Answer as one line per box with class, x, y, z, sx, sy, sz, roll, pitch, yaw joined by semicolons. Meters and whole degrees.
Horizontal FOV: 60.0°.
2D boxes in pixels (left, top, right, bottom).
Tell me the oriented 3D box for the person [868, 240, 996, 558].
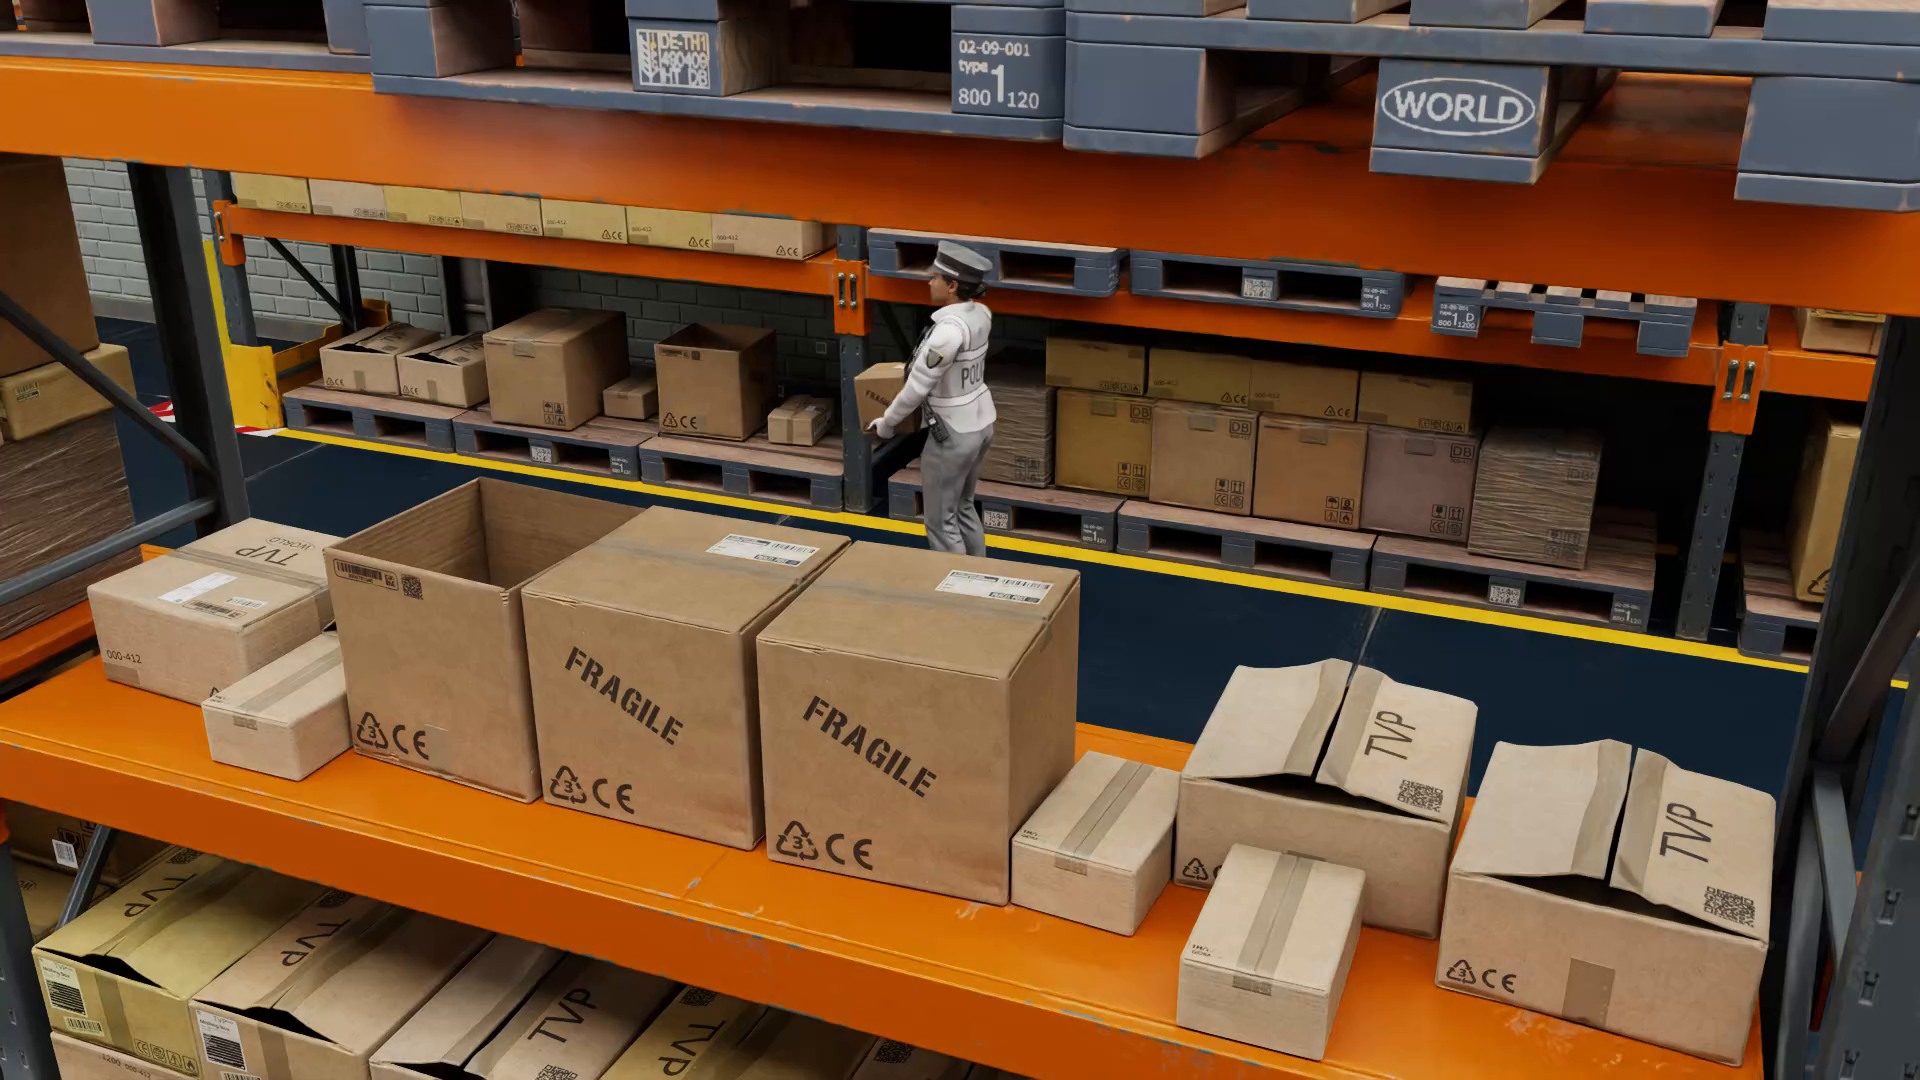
person;-0.110;-0.464;7.187;0.515;1.691;0.434;8;24;19
